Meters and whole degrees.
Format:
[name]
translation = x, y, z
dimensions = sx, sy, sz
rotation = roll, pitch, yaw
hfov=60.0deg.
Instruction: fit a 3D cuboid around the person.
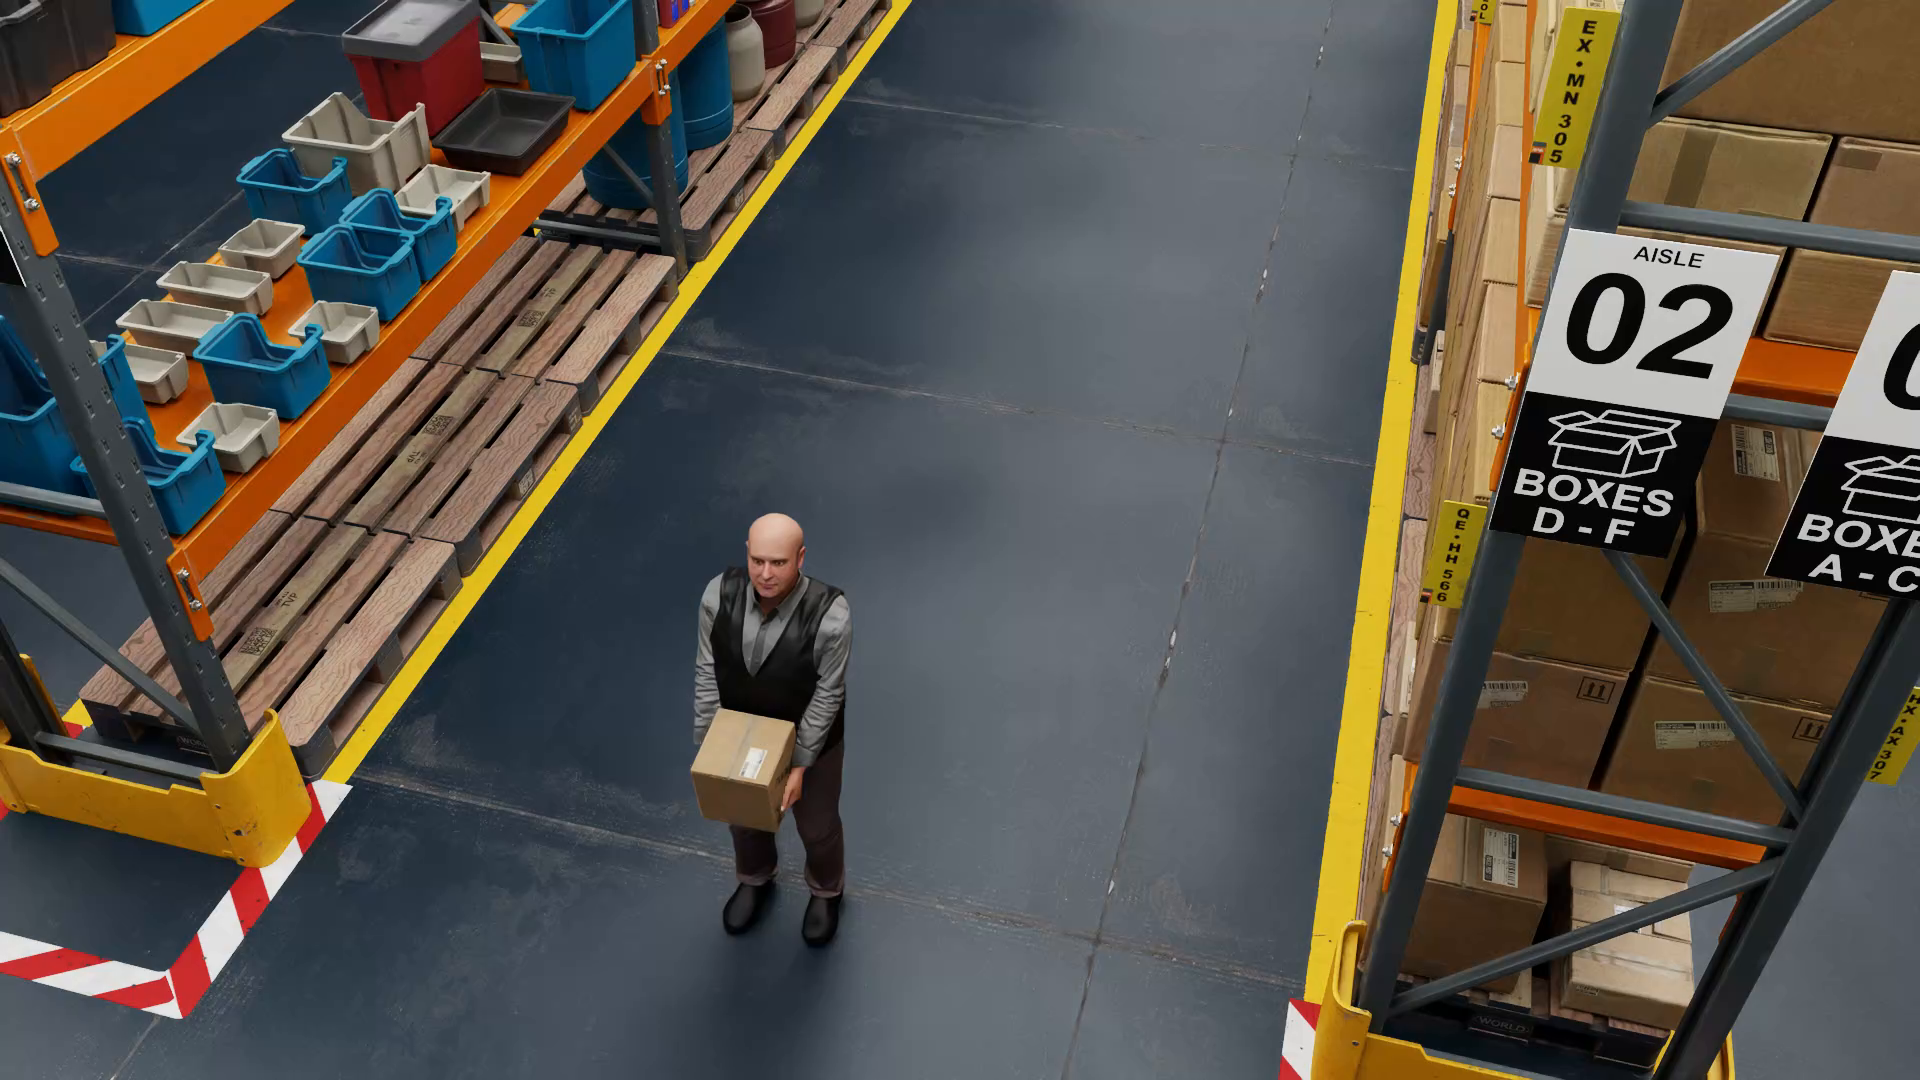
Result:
[person]
translation = -0.601, 0.688, 5.378
dimensions = 0.501, 1.722, 0.548
rotation = 10, 42, 11
